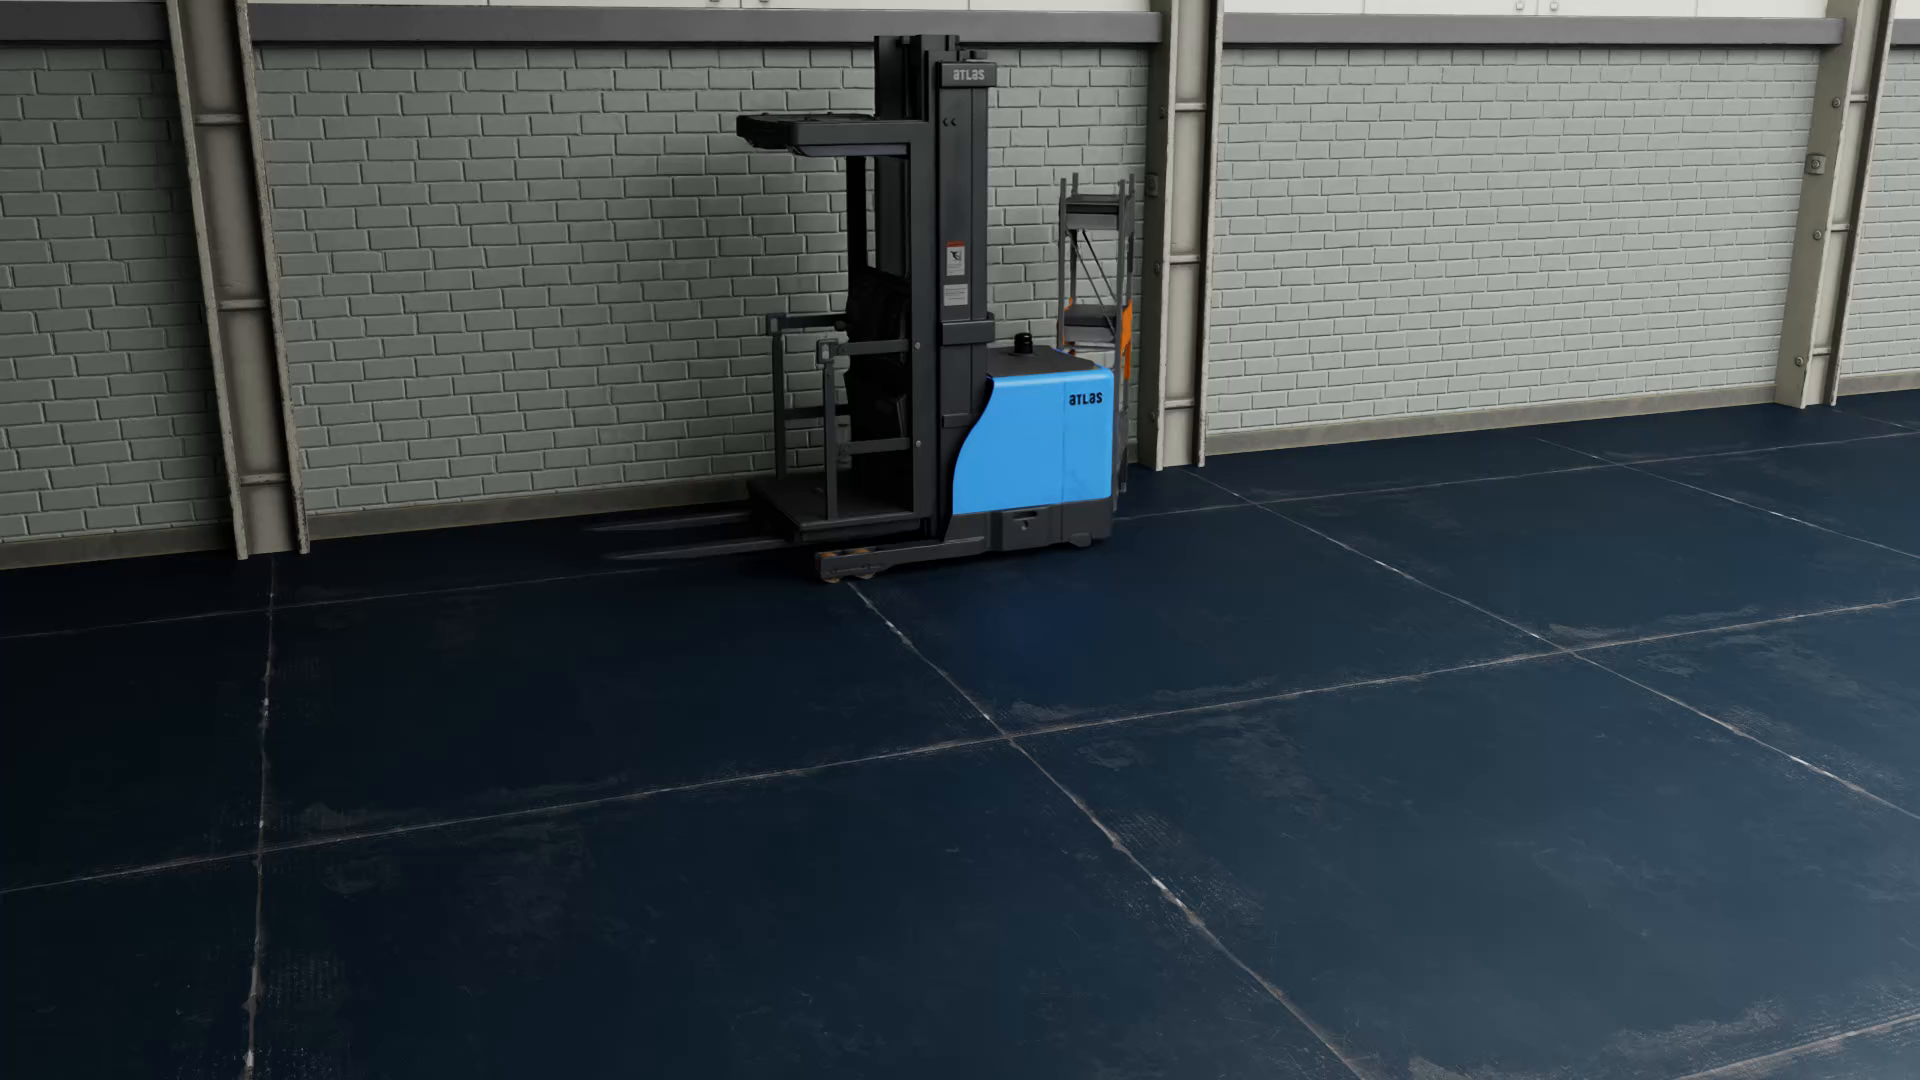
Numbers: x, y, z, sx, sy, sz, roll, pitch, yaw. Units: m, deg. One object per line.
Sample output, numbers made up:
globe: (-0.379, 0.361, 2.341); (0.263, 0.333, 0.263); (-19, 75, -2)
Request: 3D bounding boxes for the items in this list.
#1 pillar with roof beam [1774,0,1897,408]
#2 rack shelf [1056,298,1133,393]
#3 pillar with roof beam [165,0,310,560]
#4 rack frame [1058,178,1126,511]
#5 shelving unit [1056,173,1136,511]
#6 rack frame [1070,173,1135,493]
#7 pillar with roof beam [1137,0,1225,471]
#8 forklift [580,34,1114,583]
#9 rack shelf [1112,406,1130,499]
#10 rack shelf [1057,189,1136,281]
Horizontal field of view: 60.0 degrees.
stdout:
pillar with roof beam: (8.657, -4.339, 8.904); (0.400, 9.000, 9.100); (-6, 17, -20)
rack shelf: (0.867, -1.259, 10.709); (0.431, 0.518, 0.480); (4, 17, 12)
pillar with roof beam: (-2.549, -3.130, 4.784); (0.400, 9.000, 9.100); (-6, 17, -20)
rack frame: (0.814, -1.205, 10.477); (0.400, 2.100, 0.015); (4, 17, 12)
shelving unit: (0.867, -1.273, 10.705); (0.431, 2.100, 0.503); (4, 17, 12)
rack frame: (0.920, -1.340, 10.934); (0.400, 2.100, 0.015); (4, 17, 12)
pillar with roof beam: (3.054, -3.734, 6.844); (0.400, 9.000, 9.100); (-6, 17, -20)
forklift: (-0.653, -1.336, 9.446); (3.031, 2.935, 1.130); (-7, 18, -21)
rack shelf: (0.867, -0.588, 10.906); (0.431, 0.518, 0.480); (4, 17, 12)
rack shelf: (0.867, -1.931, 10.512); (0.431, 0.518, 0.480); (4, 17, 12)
